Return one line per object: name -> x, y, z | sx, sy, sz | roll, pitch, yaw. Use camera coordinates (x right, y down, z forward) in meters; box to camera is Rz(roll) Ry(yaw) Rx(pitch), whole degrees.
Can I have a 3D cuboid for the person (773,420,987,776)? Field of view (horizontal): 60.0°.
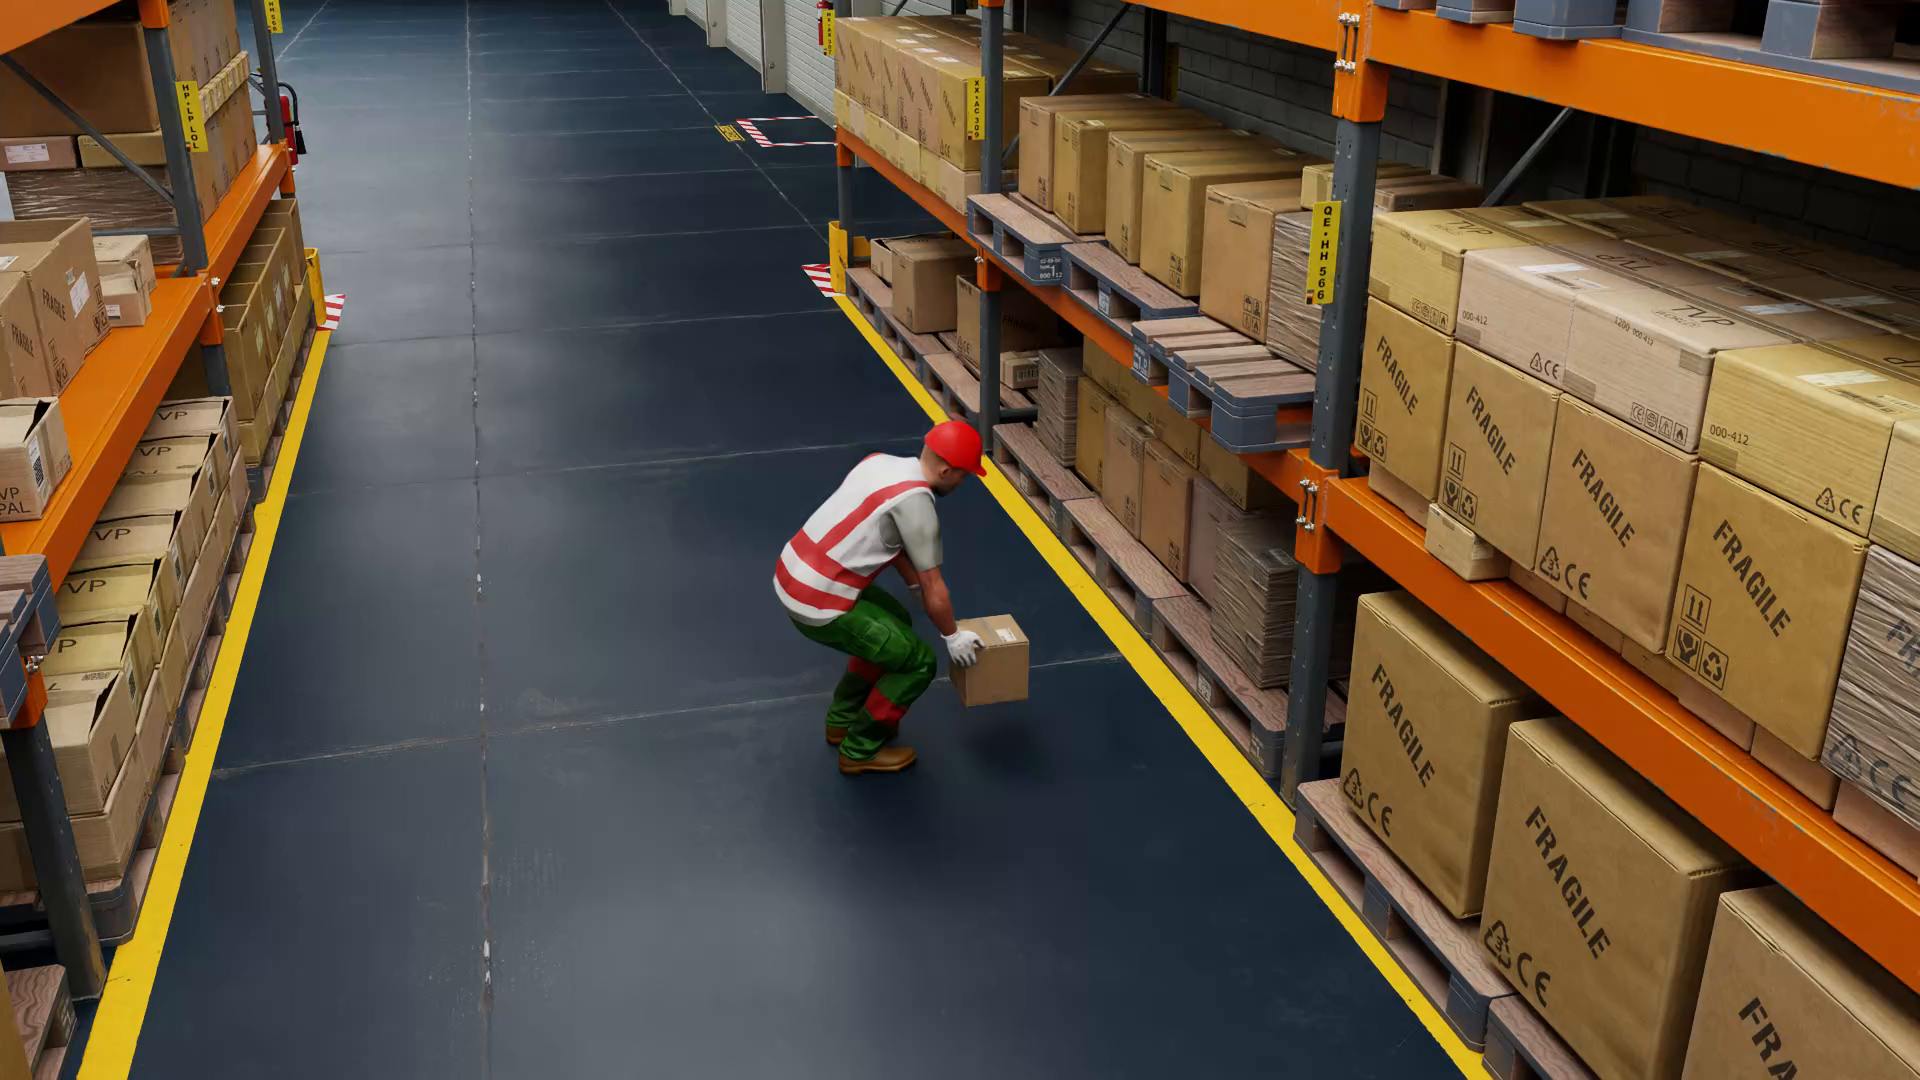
person -> -0.291, 0.195, 6.240 | 0.816, 1.295, 0.585 | -6, 23, -14
